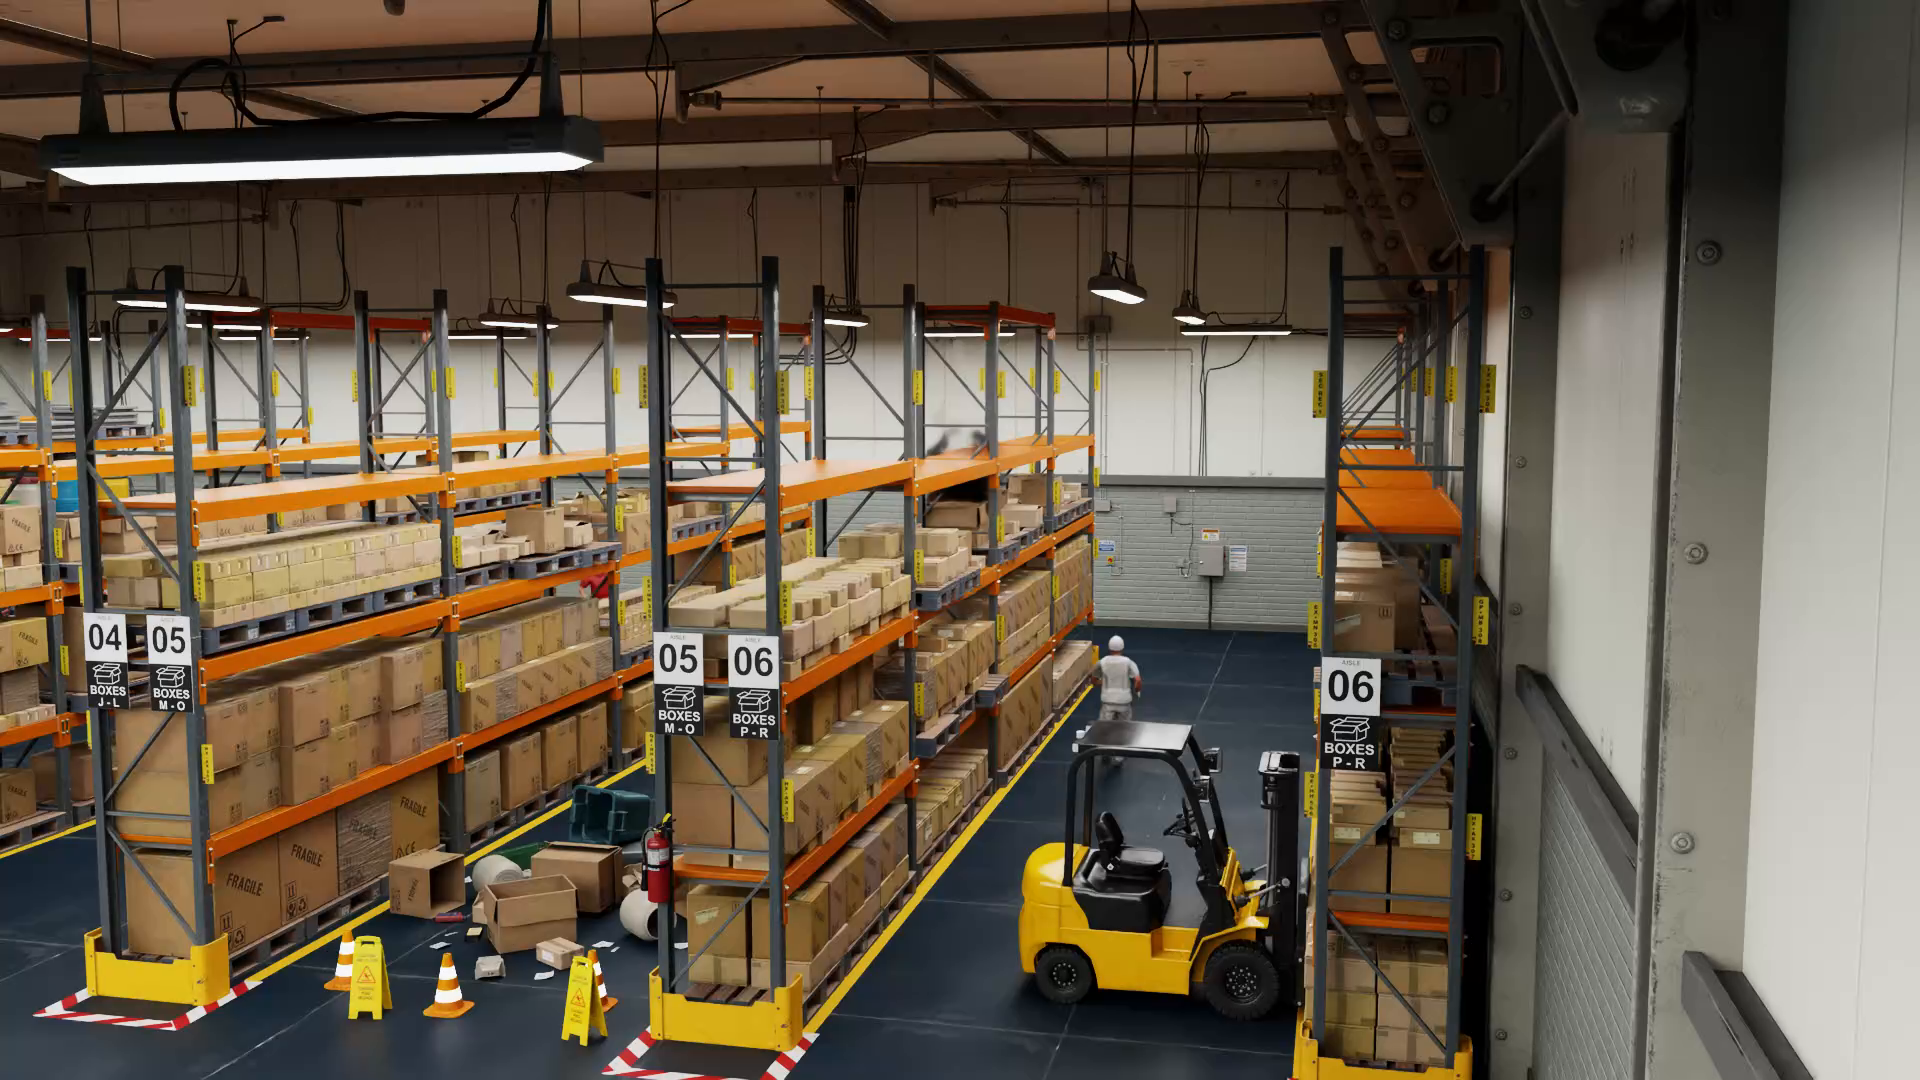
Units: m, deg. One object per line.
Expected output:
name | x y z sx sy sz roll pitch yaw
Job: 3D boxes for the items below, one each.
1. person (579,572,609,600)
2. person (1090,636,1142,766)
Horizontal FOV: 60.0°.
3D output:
person | -6.653 1.201 30.958 0.737 1.689 0.575 -5 8 -41
person | 2.029 2.109 21.608 0.668 1.758 0.862 1 6 10
